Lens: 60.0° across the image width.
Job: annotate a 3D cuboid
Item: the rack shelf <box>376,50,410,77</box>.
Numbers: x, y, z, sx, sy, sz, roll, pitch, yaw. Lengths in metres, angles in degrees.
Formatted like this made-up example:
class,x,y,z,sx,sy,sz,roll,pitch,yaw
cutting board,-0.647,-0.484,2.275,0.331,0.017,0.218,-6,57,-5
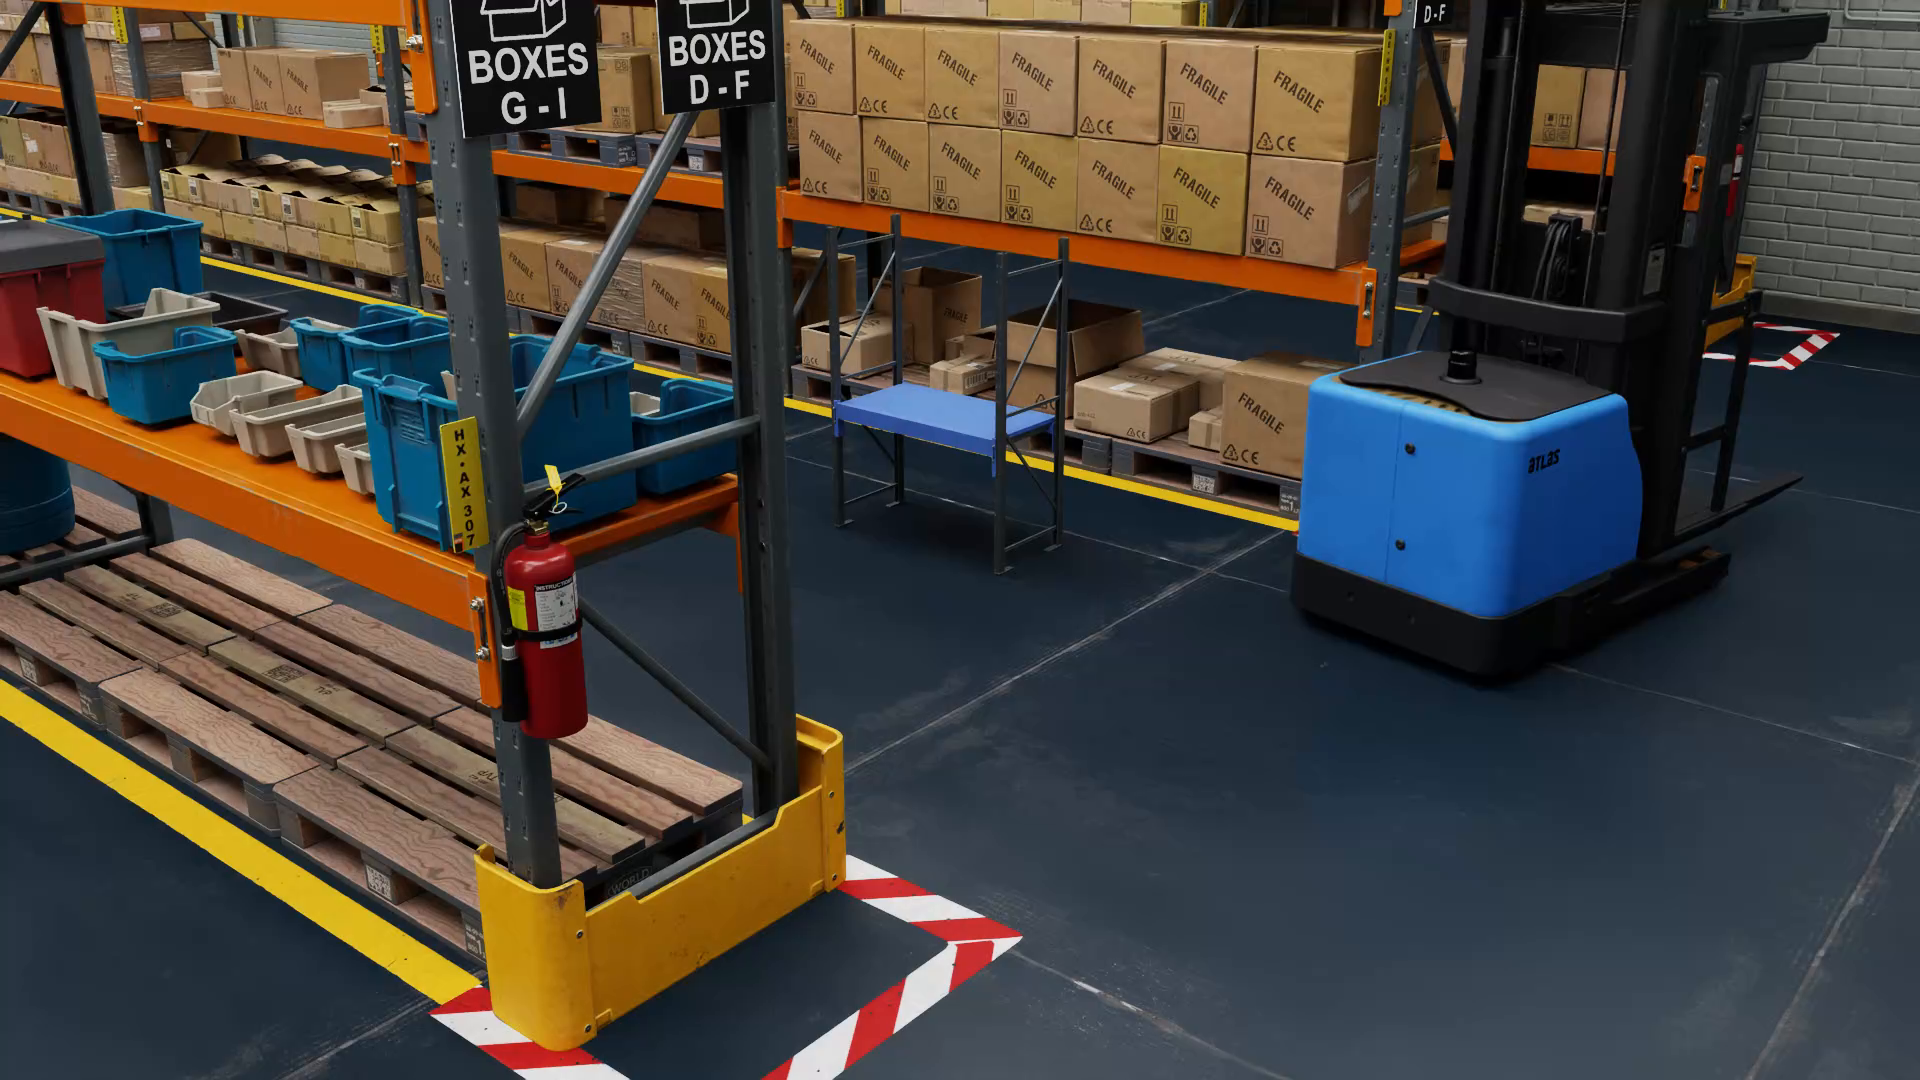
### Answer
class,x,y,z,sx,sy,sz,roll,pitch,yaw
rack shelf,-5.448,-5.705,20.064,4.000,0.370,1.077,16,26,36

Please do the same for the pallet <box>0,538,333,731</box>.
class,x,y,z,sx,sy,sz,roll,pitch,yaw
pallet,-3.370,0.356,6.925,1.213,0.211,1.003,16,26,36

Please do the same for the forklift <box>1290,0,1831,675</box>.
class,x,y,z,sx,sy,sz,roll,pitch,yaw
forklift,2.895,-1.242,7.309,3.031,2.935,1.130,-16,26,-37

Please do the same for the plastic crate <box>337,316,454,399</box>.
class,x,y,z,sx,sy,sz,roll,pitch,yaw
plastic crate,-1.869,-0.598,5.656,0.300,0.233,0.416,16,26,36

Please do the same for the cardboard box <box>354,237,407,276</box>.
class,x,y,z,sx,sy,sz,roll,pitch,yaw
cardboard box,-4.490,-2.308,13.340,0.500,0.250,0.500,17,26,38

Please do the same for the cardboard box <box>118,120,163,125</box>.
class,x,y,z,sx,sy,sz,roll,pitch,yaw
cardboard box,-7.964,-3.913,16.533,0.500,0.500,0.500,16,26,36

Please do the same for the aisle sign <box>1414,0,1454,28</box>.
class,x,y,z,sx,sy,sz,roll,pitch,yaw
aisle sign,2.128,-2.680,7.340,0.004,0.787,0.394,16,26,36

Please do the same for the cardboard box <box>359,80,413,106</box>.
class,x,y,z,sx,sy,sz,roll,pitch,yaw
cardboard box,-4.499,-3.559,13.480,0.500,0.311,0.500,16,26,36

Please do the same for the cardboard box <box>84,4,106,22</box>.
class,x,y,z,sx,sy,sz,roll,pitch,yaw
cardboard box,-7.768,-5.104,15.471,0.500,0.500,0.700,16,26,36

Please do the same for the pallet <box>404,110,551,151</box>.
class,x,y,z,sx,sy,sz,roll,pitch,yaw
pallet,-3.359,-3.126,12.478,1.003,0.211,1.213,16,26,36

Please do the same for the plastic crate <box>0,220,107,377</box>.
class,x,y,z,sx,sy,sz,roll,pitch,yaw
plastic crate,-3.431,-0.892,6.108,0.583,0.464,0.402,16,26,36

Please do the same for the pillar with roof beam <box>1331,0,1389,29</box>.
class,x,y,z,sx,sy,sz,roll,pitch,yaw
pillar with roof beam,0.667,-5.521,10.055,0.400,9.000,9.100,16,26,36

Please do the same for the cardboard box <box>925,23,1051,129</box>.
class,x,y,z,sx,sy,sz,roll,pitch,yaw
cardboard box,0.155,-2.558,9.142,0.500,0.500,0.500,15,25,35

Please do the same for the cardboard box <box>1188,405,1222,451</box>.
class,x,y,z,sx,sy,sz,roll,pitch,yaw
cardboard box,1.435,-0.612,8.932,0.250,0.166,0.380,16,26,36

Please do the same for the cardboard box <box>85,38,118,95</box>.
class,x,y,z,sx,sy,sz,roll,pitch,yaw
cardboard box,-7.788,-4.500,15.709,0.500,0.500,0.700,16,26,36

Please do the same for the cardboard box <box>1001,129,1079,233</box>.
class,x,y,z,sx,sy,sz,roll,pitch,yaw
cardboard box,0.573,-1.975,9.013,0.500,0.500,0.500,16,26,36

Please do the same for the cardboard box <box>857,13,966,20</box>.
class,x,y,z,sx,sy,sz,roll,pitch,yaw
cardboard box,-0.274,-2.928,10.122,0.500,0.500,0.500,16,26,37

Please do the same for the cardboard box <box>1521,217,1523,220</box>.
class,x,y,z,sx,sy,sz,roll,pitch,yaw
cardboard box,4.405,-2.185,12.659,0.500,0.500,0.700,16,26,36

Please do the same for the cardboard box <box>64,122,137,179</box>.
class,x,y,z,sx,sy,sz,roll,pitch,yaw
cardboard box,-8.295,-3.770,16.153,0.500,0.500,0.500,16,26,36

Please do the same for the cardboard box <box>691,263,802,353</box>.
class,x,y,z,sx,sy,sz,roll,pitch,yaw
cardboard box,-1.393,-1.523,10.876,0.500,0.500,0.500,16,26,36

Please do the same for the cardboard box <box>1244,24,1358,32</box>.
class,x,y,z,sx,sy,sz,roll,pitch,yaw
cardboard box,2.710,-3.825,13.635,0.700,0.700,0.980,17,26,37

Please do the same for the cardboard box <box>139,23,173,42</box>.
class,x,y,z,sx,sy,sz,roll,pitch,yaw
cardboard box,-7.374,-4.593,15.035,0.250,0.149,0.380,16,26,36

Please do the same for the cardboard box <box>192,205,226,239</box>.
class,x,y,z,sx,sy,sz,roll,pitch,yaw
cardboard box,-6.477,-2.878,14.851,0.500,0.250,0.500,17,26,38

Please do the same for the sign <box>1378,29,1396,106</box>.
class,x,y,z,sx,sy,sz,roll,pitch,yaw
sign,1.903,-2.105,7.411,0.005,0.325,0.100,16,26,36

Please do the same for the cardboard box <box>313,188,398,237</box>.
class,x,y,z,sx,sy,sz,roll,pitch,yaw
cardboard box,-4.897,-2.684,13.541,0.500,0.311,0.500,16,26,35

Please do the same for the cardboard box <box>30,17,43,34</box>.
class,x,y,z,sx,sy,sz,roll,pitch,yaw
cardboard box,-8.768,-4.993,16.097,0.250,0.149,0.380,16,26,37

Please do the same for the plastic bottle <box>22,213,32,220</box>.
class,x,y,z,sx,sy,sz,roll,pitch,yaw
plastic bottle,-4.064,-1.255,7.315,0.185,0.351,0.144,16,26,36

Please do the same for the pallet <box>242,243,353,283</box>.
class,x,y,z,sx,sy,sz,roll,pitch,yaw
pallet,-5.483,-2.510,14.524,1.213,0.211,1.003,16,26,36

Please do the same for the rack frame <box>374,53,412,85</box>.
class,x,y,z,sx,sy,sz,roll,pitch,yaw
rack frame,-6.997,-6.488,21.121,0.127,3.000,1.000,16,26,36

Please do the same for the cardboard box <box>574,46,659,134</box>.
class,x,y,z,sx,sy,sz,roll,pitch,yaw
cardboard box,-2.237,-3.076,11.337,0.500,0.500,0.700,9,23,23

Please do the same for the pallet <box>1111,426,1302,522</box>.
class,x,y,z,sx,sy,sz,roll,pitch,yaw
pallet,1.592,-0.453,9.070,1.213,0.211,1.003,16,26,36

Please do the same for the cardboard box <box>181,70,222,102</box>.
class,x,y,z,sx,sy,sz,roll,pitch,yaw
cardboard box,-6.618,-4.072,14.928,0.500,0.250,0.500,18,27,40

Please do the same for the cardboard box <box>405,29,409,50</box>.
class,x,y,z,sx,sy,sz,roll,pitch,yaw
cardboard box,-6.409,-6.119,20.328,0.500,0.250,0.500,15,25,35

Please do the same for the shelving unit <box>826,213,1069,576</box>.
class,x,y,z,sx,sy,sz,roll,pitch,yaw
shelving unit,-0.066,-0.721,7.954,1.048,1.500,0.538,16,26,36

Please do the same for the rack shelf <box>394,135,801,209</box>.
class,x,y,z,sx,sy,sz,roll,pitch,yaw
rack shelf,-2.379,-2.565,11.738,4.000,0.370,1.077,16,26,36

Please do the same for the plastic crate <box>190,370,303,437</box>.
class,x,y,z,sx,sy,sz,roll,pitch,yaw
plastic crate,-2.300,-0.432,5.351,0.250,0.136,0.298,16,26,36

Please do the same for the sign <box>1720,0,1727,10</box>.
class,x,y,z,sx,sy,sz,roll,pitch,yaw
sign,5.045,-3.425,11.023,0.005,0.325,0.100,16,26,36

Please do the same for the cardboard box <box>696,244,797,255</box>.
class,x,y,z,sx,sy,sz,roll,pitch,yaw
cardboard box,-1.471,-1.782,11.562,0.500,0.500,0.500,17,26,37

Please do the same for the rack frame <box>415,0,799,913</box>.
class,x,y,z,sx,sy,sz,roll,pitch,yaw
rack frame,-0.866,-0.210,4.473,0.127,3.000,1.000,16,26,36

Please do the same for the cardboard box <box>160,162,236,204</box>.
class,x,y,z,sx,sy,sz,roll,pitch,yaw
cardboard box,-6.865,-3.252,15.048,0.500,0.311,0.500,16,26,36

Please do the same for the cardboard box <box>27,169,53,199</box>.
class,x,y,z,sx,sy,sz,roll,pitch,yaw
cardboard box,-9.075,-3.640,16.871,0.500,0.250,0.500,16,26,36

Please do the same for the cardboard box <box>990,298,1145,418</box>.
class,x,y,z,sx,sy,sz,roll,pitch,yaw
cardboard box,0.629,-1.075,9.683,0.637,0.503,0.797,16,26,36

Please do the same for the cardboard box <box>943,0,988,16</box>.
class,x,y,z,sx,sy,sz,roll,pitch,yaw
cardboard box,0.196,-4.847,15.116,0.500,0.250,0.500,16,26,37

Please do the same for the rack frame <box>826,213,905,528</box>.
class,x,y,z,sx,sy,sz,roll,pitch,yaw
rack frame,-0.460,-0.834,8.255,0.032,1.500,0.500,16,26,36

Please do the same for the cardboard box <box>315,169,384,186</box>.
class,x,y,z,sx,sy,sz,roll,pitch,yaw
cardboard box,-5.353,-3.061,14.541,0.500,0.311,0.500,16,26,36

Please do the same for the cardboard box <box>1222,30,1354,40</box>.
class,x,y,z,sx,sy,sz,roll,pitch,yaw
cardboard box,1.682,-2.363,8.625,0.500,0.500,0.500,16,26,37

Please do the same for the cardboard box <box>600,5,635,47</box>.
class,x,y,z,sx,sy,sz,roll,pitch,yaw
cardboard box,-3.525,-5.725,18.333,0.500,0.500,0.700,16,26,36

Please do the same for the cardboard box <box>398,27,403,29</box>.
class,x,y,z,sx,sy,sz,roll,pitch,yaw
cardboard box,-6.817,-6.589,20.511,0.500,0.500,0.500,16,26,36

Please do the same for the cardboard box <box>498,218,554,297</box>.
class,x,y,z,sx,sy,sz,roll,pitch,yaw
cardboard box,-3.348,-2.089,12.376,0.500,0.500,0.500,15,25,34

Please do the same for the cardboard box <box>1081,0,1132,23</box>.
class,x,y,z,sx,sy,sz,roll,pitch,yaw
cardboard box,1.386,-4.507,14.216,0.500,0.250,0.500,17,26,37

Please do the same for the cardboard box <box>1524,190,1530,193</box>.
class,x,y,z,sx,sy,sz,roll,pitch,yaw
cardboard box,4.232,-2.629,12.917,0.250,0.149,0.380,17,26,37
